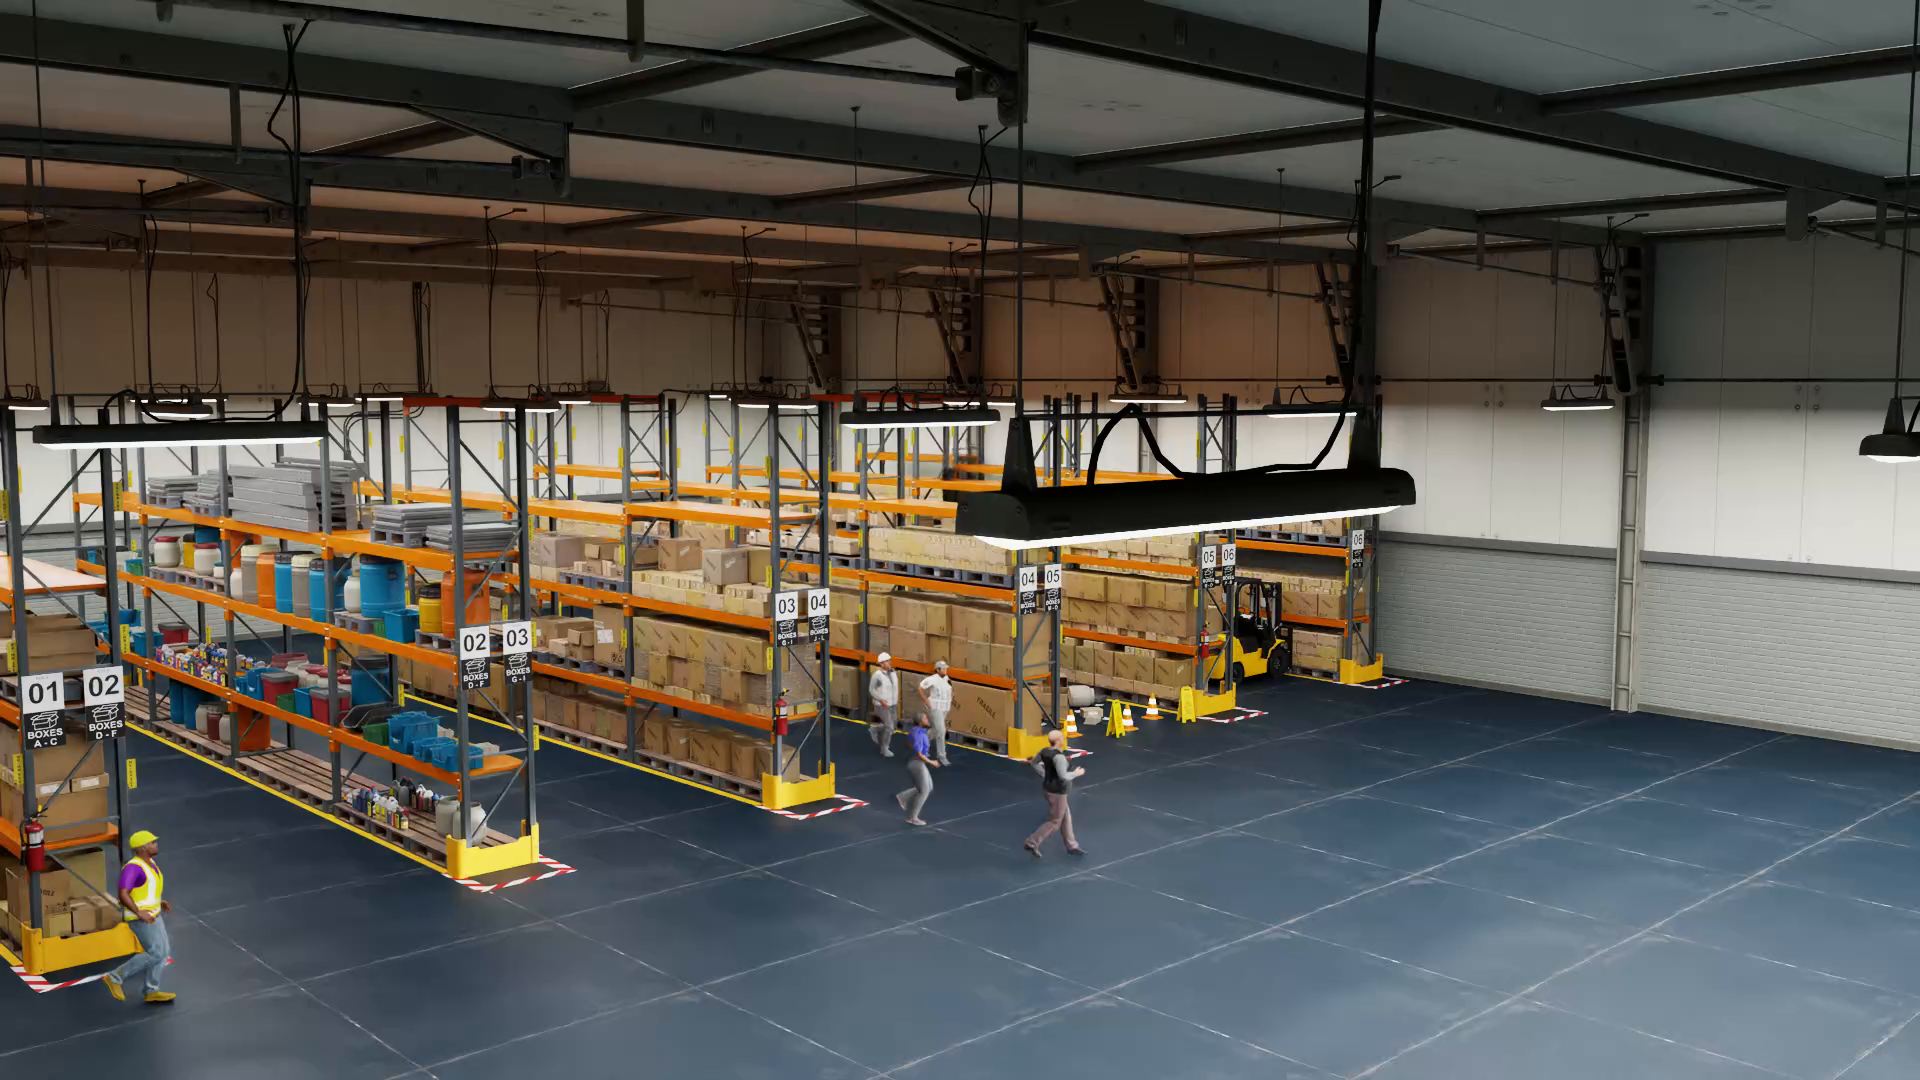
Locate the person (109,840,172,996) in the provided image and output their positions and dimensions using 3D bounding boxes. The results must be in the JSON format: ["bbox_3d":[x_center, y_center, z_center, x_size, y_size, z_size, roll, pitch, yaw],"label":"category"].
[{"bbox_3d":[-8.386,3.827,17.028,0.542,1.618,0.736,-1,6,-14],"label":"person"}]

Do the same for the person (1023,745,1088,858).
[{"bbox_3d":[1.265,3.444,21.810,0.949,1.525,0.657,-2,6,-16],"label":"person"}]

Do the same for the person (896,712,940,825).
[{"bbox_3d":[-0.594,3.250,23.754,0.607,1.624,0.607,-1,6,-5],"label":"person"}]

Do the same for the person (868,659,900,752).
[{"bbox_3d":[-1.304,2.749,28.098,0.611,1.636,0.668,5,7,41],"label":"person"}]

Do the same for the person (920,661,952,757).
[{"bbox_3d":[-0.391,2.770,27.620,0.712,1.547,0.579,4,7,36],"label":"person"}]
